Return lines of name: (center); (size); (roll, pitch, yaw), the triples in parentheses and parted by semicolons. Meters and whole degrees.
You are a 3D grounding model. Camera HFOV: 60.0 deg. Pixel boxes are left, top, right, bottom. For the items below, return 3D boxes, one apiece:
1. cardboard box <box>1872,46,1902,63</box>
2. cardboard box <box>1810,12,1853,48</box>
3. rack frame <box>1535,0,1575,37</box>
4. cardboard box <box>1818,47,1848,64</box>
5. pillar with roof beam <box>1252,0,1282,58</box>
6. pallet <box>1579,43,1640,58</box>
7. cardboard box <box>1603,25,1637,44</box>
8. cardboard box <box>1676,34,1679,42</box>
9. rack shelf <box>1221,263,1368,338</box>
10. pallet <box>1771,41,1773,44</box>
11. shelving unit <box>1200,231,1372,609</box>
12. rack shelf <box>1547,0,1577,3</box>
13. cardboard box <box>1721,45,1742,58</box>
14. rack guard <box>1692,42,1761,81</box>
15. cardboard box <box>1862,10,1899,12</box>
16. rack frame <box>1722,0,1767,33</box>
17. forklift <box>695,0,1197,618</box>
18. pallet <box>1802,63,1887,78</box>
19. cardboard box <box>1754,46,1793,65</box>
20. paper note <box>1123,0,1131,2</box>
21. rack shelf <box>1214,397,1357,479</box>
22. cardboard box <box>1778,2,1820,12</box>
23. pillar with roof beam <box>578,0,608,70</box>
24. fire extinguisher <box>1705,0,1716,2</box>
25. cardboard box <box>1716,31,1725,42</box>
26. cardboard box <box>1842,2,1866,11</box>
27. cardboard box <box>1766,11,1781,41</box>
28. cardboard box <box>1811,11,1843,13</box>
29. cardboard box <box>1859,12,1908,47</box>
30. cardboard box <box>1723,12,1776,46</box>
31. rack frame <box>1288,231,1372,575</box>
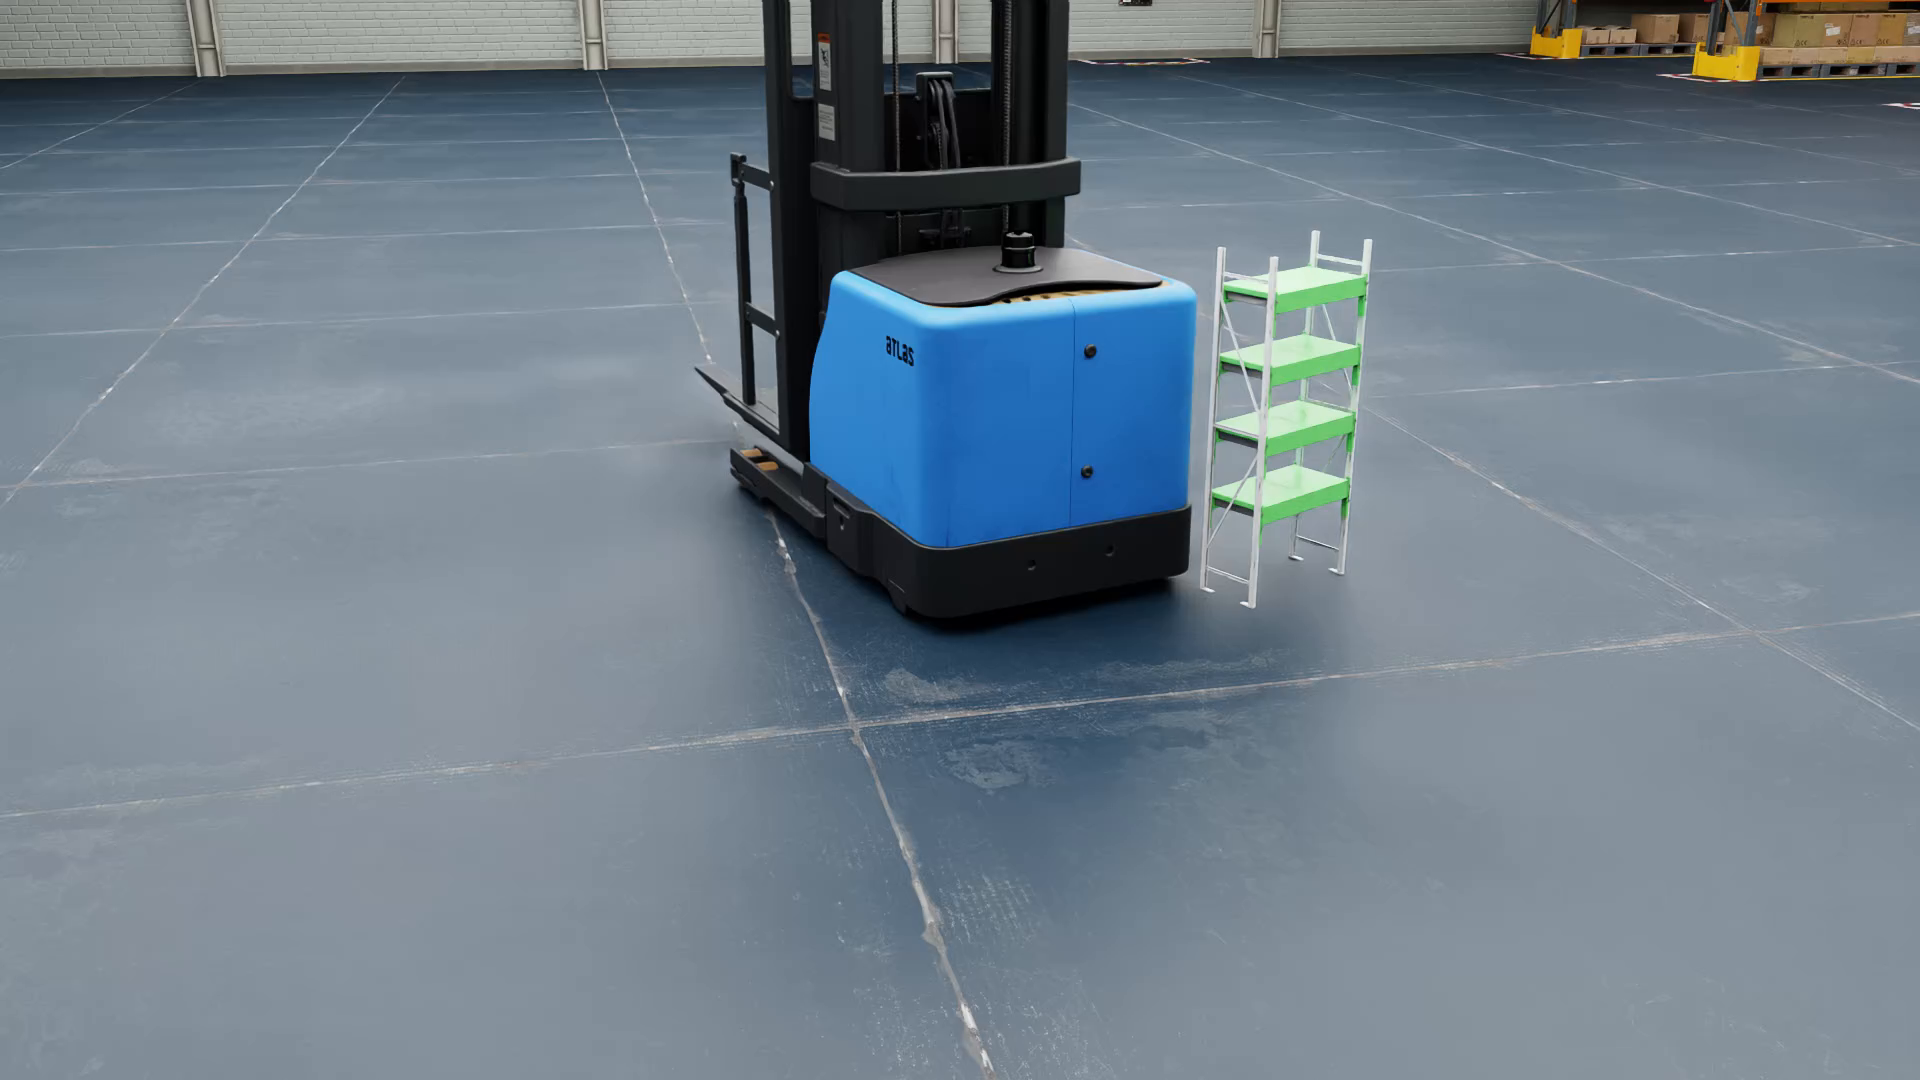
cardboard box: (14.597, -7.749, 26.496); (0.500, 0.250, 0.500); (-5, 21, -12)
cardboard box: (13.620, -8.028, 26.165); (0.500, 0.500, 0.500); (-5, 21, -12)
rack frame: (10.934, -10.375, 30.277); (0.127, 3.000, 1.000); (-5, 21, -12)
cardboard box: (13.623, -7.672, 26.284); (0.500, 0.250, 0.500); (-5, 21, -12)
pillar with roof beam: (6.568, -11.621, 24.957); (0.400, 9.000, 9.100); (-5, 21, -12)
pallet: (11.806, -9.124, 30.916); (1.213, 0.211, 1.003); (-5, 21, -12)
cardboard box: (12.183, -9.389, 30.854); (0.500, 0.311, 0.500); (-3, 20, -8)
cardboard box: (13.265, -9.440, 31.229); (0.250, 0.149, 0.380); (-6, 21, -17)
rack shelf: (1.111, -0.807, 5.563); (0.480, 0.148, 0.258); (-16, 26, -38)
pallet: (15.584, -9.445, 31.791); (1.213, 0.211, 1.003); (-5, 21, -12)
shelving unit: (1.111, -0.416, 5.706); (0.503, 1.200, 0.258); (-16, 26, -38)
rack shelf: (12.880, -10.196, 30.833); (4.000, 0.370, 1.077); (-5, 21, -12)
cardboard box: (12.531, -7.765, 26.538); (0.500, 0.250, 0.500); (-5, 21, -12)
rack guard: (12.054, -7.542, 26.176); (0.348, 0.500, 1.175); (-5, 21, -12)
cardboard box: (14.962, -8.318, 26.958); (0.500, 0.500, 0.500); (-5, 21, -12)
rack frame: (14.826, -10.692, 31.141); (0.127, 3.000, 1.000); (-5, 21, -12)
forklift: (-0.298, -1.588, 6.389); (1.130, 2.935, 3.031); (-10, 22, -24)
pallet: (13.997, -7.578, 26.695); (1.213, 0.211, 1.003); (-5, 21, -12)
cardboard box: (12.650, -7.591, 26.065); (0.500, 0.250, 0.500); (-5, 21, -12)
paper note: (2.975, -9.658, 29.600); (0.142, 0.148, 0.016); (-5, 21, -12)
rack shelf: (1.111, -0.356, 5.728); (0.480, 0.148, 0.258); (-16, 26, -38)
cardboard box: (15.967, -10.177, 31.639); (0.500, 0.250, 0.500); (-5, 21, -14)
pillar with roof beam: (-5.110, -10.671, 22.364); (0.400, 9.000, 9.100); (-5, 21, -12)
fire extinguisher: (11.855, -8.827, 26.163); (0.183, 0.674, 0.296); (-5, 21, -12)
cardboard box: (14.313, -9.516, 31.410); (0.250, 0.166, 0.380); (-7, 21, -20)
cardboard box: (16.962, -10.252, 31.846); (0.500, 0.250, 0.500); (-5, 21, -13)
cardboard box: (15.539, -9.789, 31.670); (0.500, 0.500, 0.700); (-4, 20, -11)
cardboard box: (13.987, -8.241, 26.747); (0.500, 0.500, 0.500); (-5, 21, -12)
cardboard box: (14.594, -8.106, 26.378); (0.500, 0.500, 0.500); (-5, 21, -12)
cardboard box: (12.531, -8.118, 26.411); (0.500, 0.500, 0.500); (-5, 21, -12)
rack frame: (1.297, -0.471, 5.855); (0.015, 1.200, 0.240); (-16, 26, -38)
